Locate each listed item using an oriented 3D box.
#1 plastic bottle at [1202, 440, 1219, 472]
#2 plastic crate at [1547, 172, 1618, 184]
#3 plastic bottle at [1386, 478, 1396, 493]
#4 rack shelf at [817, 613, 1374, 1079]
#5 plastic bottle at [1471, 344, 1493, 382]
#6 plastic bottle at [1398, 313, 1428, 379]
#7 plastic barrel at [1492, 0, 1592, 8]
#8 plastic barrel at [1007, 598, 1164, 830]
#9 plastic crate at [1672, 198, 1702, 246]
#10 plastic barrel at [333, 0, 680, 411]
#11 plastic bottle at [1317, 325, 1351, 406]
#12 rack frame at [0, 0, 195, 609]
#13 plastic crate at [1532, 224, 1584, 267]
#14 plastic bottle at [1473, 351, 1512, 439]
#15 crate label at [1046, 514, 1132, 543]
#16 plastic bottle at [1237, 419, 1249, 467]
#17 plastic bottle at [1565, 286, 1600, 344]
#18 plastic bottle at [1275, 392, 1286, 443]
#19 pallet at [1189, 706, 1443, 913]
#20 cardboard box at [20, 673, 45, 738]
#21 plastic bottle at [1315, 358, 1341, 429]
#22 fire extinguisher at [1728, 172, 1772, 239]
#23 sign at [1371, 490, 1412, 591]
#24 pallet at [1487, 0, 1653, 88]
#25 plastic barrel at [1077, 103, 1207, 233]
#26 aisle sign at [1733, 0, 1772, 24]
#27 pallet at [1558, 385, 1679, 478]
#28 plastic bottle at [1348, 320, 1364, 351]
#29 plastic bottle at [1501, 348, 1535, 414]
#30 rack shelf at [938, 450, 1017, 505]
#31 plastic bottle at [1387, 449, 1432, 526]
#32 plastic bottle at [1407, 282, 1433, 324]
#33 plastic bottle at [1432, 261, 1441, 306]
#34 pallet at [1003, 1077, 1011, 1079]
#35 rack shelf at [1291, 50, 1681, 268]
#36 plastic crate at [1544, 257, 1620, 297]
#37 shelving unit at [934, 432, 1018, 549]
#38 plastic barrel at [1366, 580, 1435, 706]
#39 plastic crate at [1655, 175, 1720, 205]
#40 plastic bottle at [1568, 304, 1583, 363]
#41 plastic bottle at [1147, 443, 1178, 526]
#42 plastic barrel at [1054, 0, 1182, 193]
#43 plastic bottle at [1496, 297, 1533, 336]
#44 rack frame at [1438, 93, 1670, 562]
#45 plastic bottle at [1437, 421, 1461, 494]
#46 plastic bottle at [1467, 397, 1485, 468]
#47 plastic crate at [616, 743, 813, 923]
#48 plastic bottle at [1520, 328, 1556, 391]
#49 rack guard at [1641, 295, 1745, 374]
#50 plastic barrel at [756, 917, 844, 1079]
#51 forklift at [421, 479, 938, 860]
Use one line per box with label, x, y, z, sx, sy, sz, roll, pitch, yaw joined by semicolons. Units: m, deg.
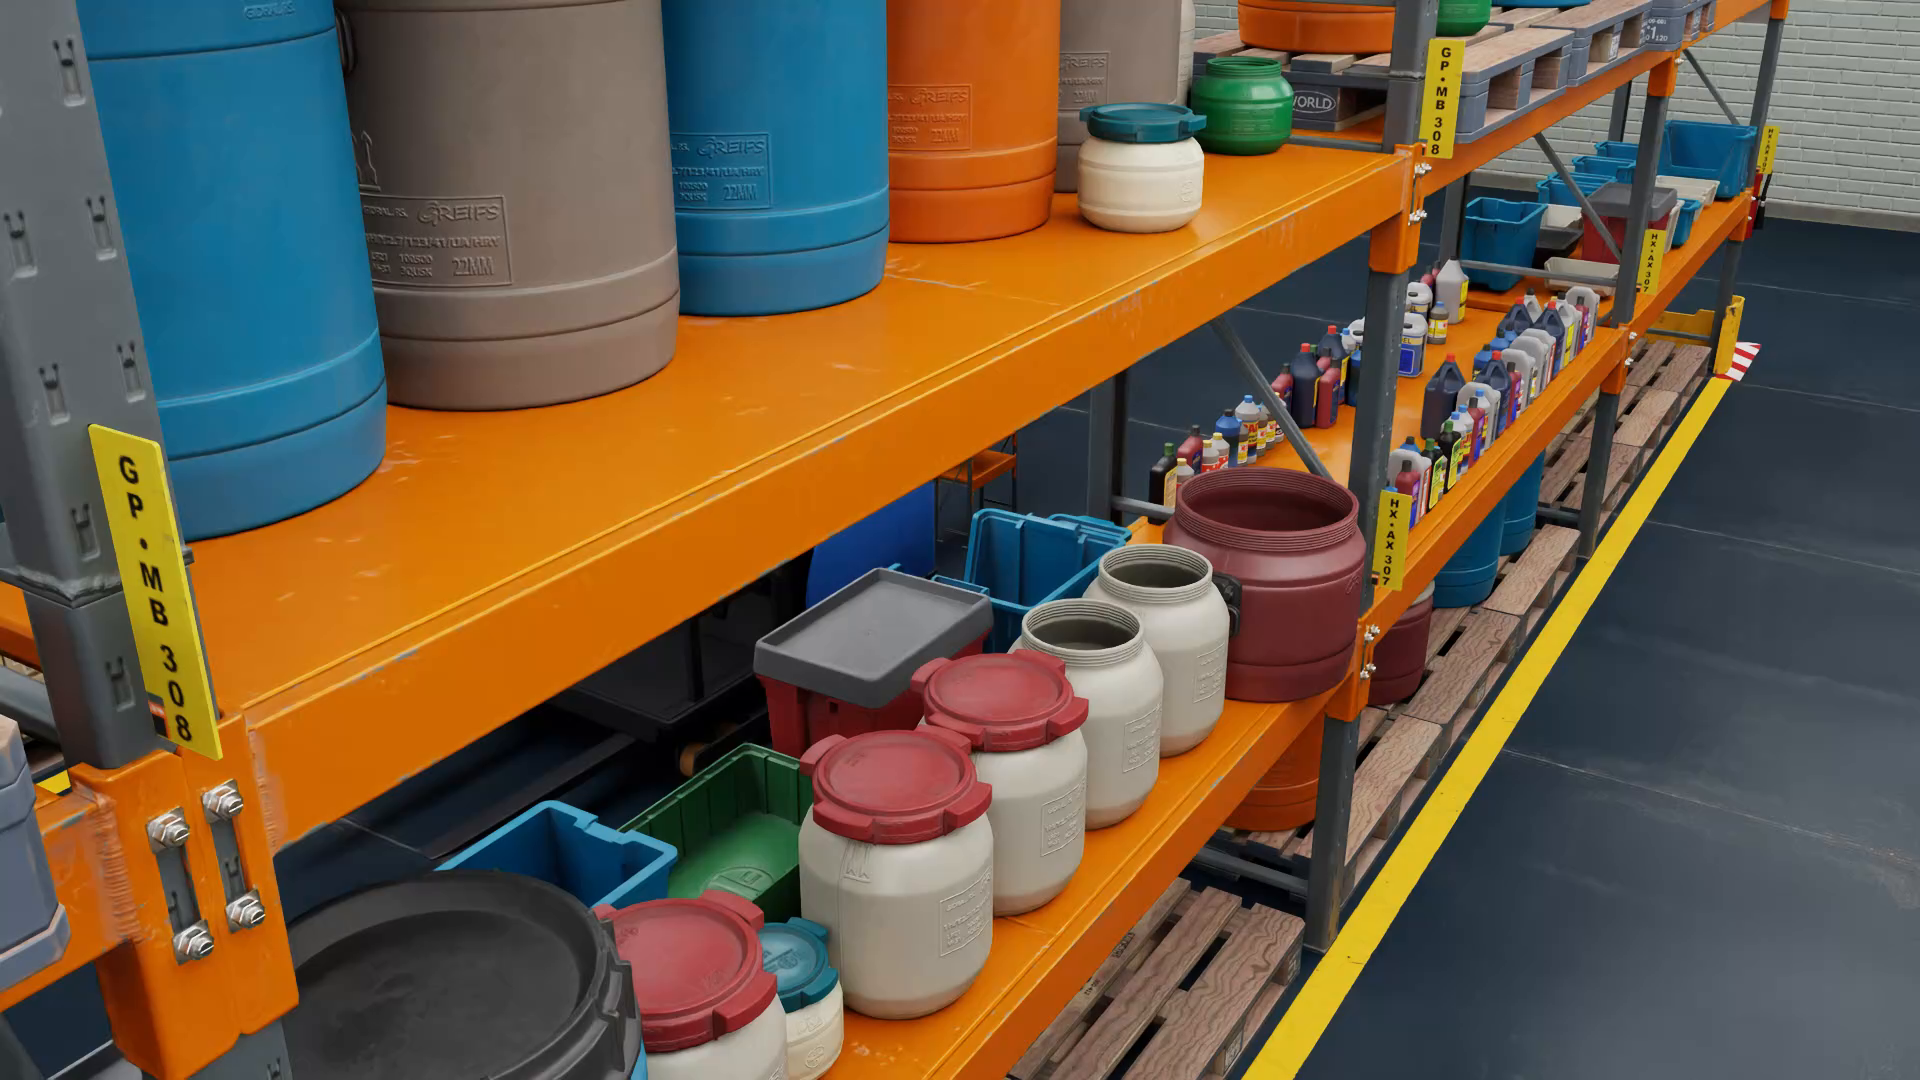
plastic bottle;0.943;-0.283;6.377;0.097;0.201;0.097;0;23;0
plastic crate;4.009;-2.227;10.754;0.416;0.233;0.300;14;27;29
plastic bottle;1.481;-0.088;5.839;0.097;0.271;0.097;0;23;0
rack shelf;-0.161;0.970;4.139;1.077;0.370;4.000;14;27;29
plastic bottle;2.302;-0.728;7.317;0.097;0.271;0.097;0;23;0
plastic bottle;2.076;-0.907;7.726;0.152;0.276;0.135;14;27;29
plastic barrel;2.233;-2.576;6.490;0.600;0.901;0.708;14;27;29
plastic barrel;0.310;0.448;4.299;0.421;0.512;0.421;0;23;0
plastic crate;4.248;-1.939;10.088;0.416;0.233;0.300;14;27;29
plastic barrel;-0.788;-0.729;2.752;0.600;0.901;0.600;0;23;0
plastic bottle;1.635;-0.776;7.330;0.144;0.351;0.185;14;27;29
rack frame;-1.216;-1.438;1.245;1.000;3.000;0.127;14;27;29
plastic crate;3.366;-1.720;9.719;0.437;0.125;0.590;14;27;29
plastic bottle;2.216;-0.612;6.949;0.144;0.351;0.185;14;27;29
crate label;0.353;0.106;5.441;0.303;0.233;0.416;14;27;29
plastic bottle;1.097;-0.381;6.605;0.097;0.201;0.097;0;23;0
plastic bottle;3.070;-1.127;8.234;0.152;0.276;0.135;14;27;29
plastic bottle;1.302;-0.513;6.909;0.097;0.201;0.097;0;23;0
pallet;1.274;0.970;6.744;1.003;0.211;1.213;14;27;29
cardboard box;-3.920;0.567;7.096;0.500;0.250;0.500;15;27;30
plastic bottle;1.567;-0.625;7.065;0.061;0.283;0.133;14;27;29
fire extinguisher;5.579;-2.484;11.779;0.296;0.674;0.183;14;27;29
sign;1.365;0.003;5.262;0.100;0.325;0.005;14;27;29
pallet;2.077;-2.006;6.571;1.003;0.211;1.213;14;27;29
plastic barrel;0.421;-0.870;3.882;0.301;0.262;0.301;0;23;0
aisle sign;5.400;-3.891;11.190;0.394;0.787;0.004;14;27;29
pallet;4.001;-0.775;10.775;1.003;0.211;1.213;14;27;29
plastic bottle;1.825;-0.861;7.619;0.152;0.276;0.135;14;27;29
plastic bottle;2.418;-0.710;7.271;0.152;0.276;0.135;14;27;29
rack shelf;0.087;-0.363;9.246;0.258;0.148;0.480;14;27;29
plastic bottle;1.640;-0.212;6.121;0.152;0.276;0.135;14;27;29
plastic bottle;2.243;-1.128;8.236;0.152;0.276;0.135;14;27;29
plastic bottle;2.448;-1.297;8.617;0.061;0.283;0.133;14;27;29
pallet;-0.192;1.908;4.576;1.003;0.211;1.213;14;27;29
rack shelf;1.949;-1.756;6.661;1.077;0.370;4.000;14;27;29
plastic crate;3.370;-1.419;9.008;0.396;0.136;0.243;14;27;29
shelving unit;0.087;-0.606;9.141;0.258;1.200;0.503;14;27;29
plastic barrel;1.733;0.329;7.221;0.600;0.588;0.708;14;27;29
plastic crate;4.837;-2.328;11.109;0.396;0.136;0.243;14;27;29
plastic bottle;2.878;-1.004;7.950;0.152;0.276;0.135;14;27;29
plastic bottle;0.744;-0.207;6.100;0.061;0.283;0.133;14;27;29
plastic barrel;0.276;-1.410;4.324;0.600;0.901;0.600;0;23;0
plastic bottle;2.577;-0.951;7.734;0.144;0.351;0.185;14;27;29
rack frame;3.004;-1.385;8.674;1.000;3.000;0.127;14;27;29
plastic bottle;1.872;-0.329;6.382;0.061;0.283;0.133;14;27;29
plastic bottle;2.045;-0.440;6.638;0.061;0.283;0.133;14;27;29
plastic crate;-0.538;0.765;3.973;0.450;0.188;0.662;14;27;29
plastic bottle;2.612;-0.834;7.556;0.152;0.276;0.135;14;27;29
rack guard;5.115;-1.599;12.314;1.175;0.500;0.348;14;27;29
plastic barrel;-0.388;0.964;3.422;0.301;0.262;0.301;0;23;0
forklift;-1.346;-0.557;6.847;1.130;2.935;3.031;15;28;31
